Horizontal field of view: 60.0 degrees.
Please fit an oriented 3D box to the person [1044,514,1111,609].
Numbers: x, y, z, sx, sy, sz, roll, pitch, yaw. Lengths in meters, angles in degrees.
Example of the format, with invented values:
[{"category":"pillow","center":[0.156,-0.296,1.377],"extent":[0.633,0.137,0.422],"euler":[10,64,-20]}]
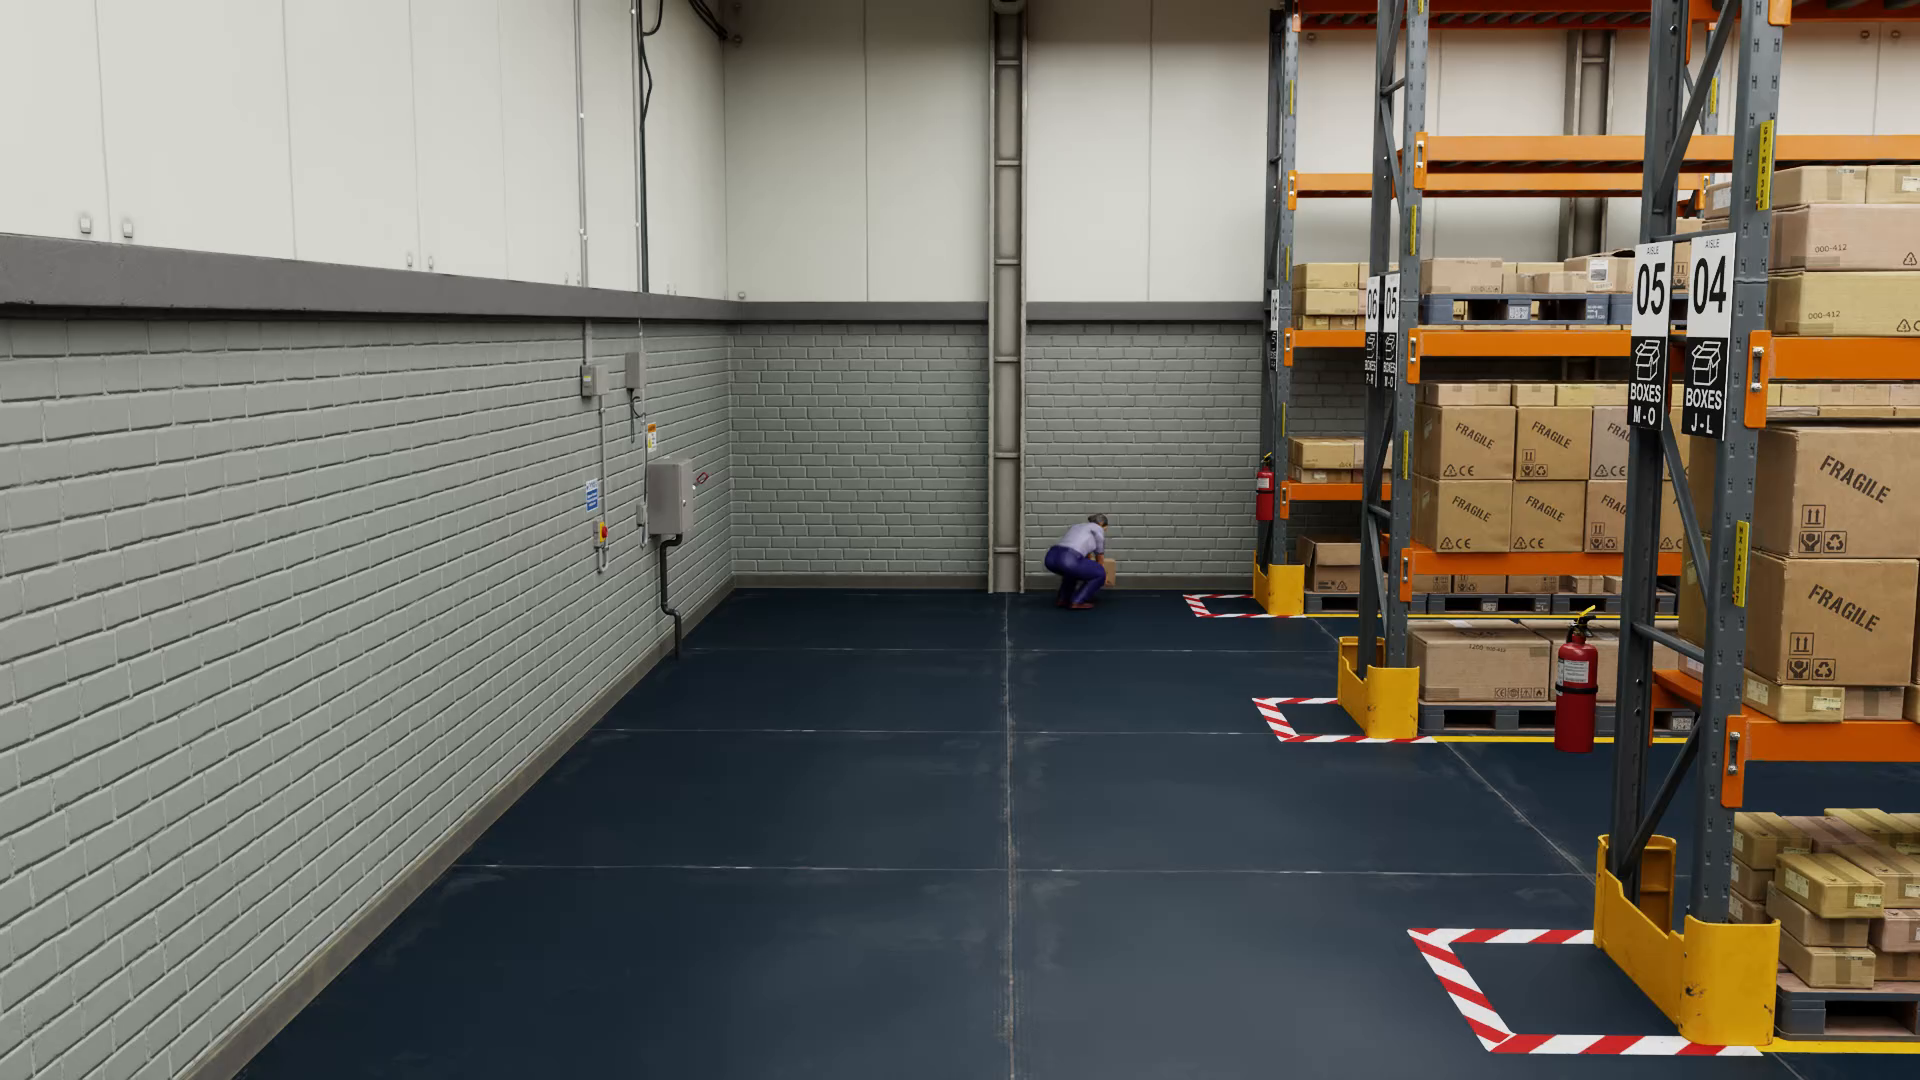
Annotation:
[{"category":"person","center":[1.257,0.225,16.983],"extent":[0.888,0.922,0.494],"euler":[-6,10,-41]}]
